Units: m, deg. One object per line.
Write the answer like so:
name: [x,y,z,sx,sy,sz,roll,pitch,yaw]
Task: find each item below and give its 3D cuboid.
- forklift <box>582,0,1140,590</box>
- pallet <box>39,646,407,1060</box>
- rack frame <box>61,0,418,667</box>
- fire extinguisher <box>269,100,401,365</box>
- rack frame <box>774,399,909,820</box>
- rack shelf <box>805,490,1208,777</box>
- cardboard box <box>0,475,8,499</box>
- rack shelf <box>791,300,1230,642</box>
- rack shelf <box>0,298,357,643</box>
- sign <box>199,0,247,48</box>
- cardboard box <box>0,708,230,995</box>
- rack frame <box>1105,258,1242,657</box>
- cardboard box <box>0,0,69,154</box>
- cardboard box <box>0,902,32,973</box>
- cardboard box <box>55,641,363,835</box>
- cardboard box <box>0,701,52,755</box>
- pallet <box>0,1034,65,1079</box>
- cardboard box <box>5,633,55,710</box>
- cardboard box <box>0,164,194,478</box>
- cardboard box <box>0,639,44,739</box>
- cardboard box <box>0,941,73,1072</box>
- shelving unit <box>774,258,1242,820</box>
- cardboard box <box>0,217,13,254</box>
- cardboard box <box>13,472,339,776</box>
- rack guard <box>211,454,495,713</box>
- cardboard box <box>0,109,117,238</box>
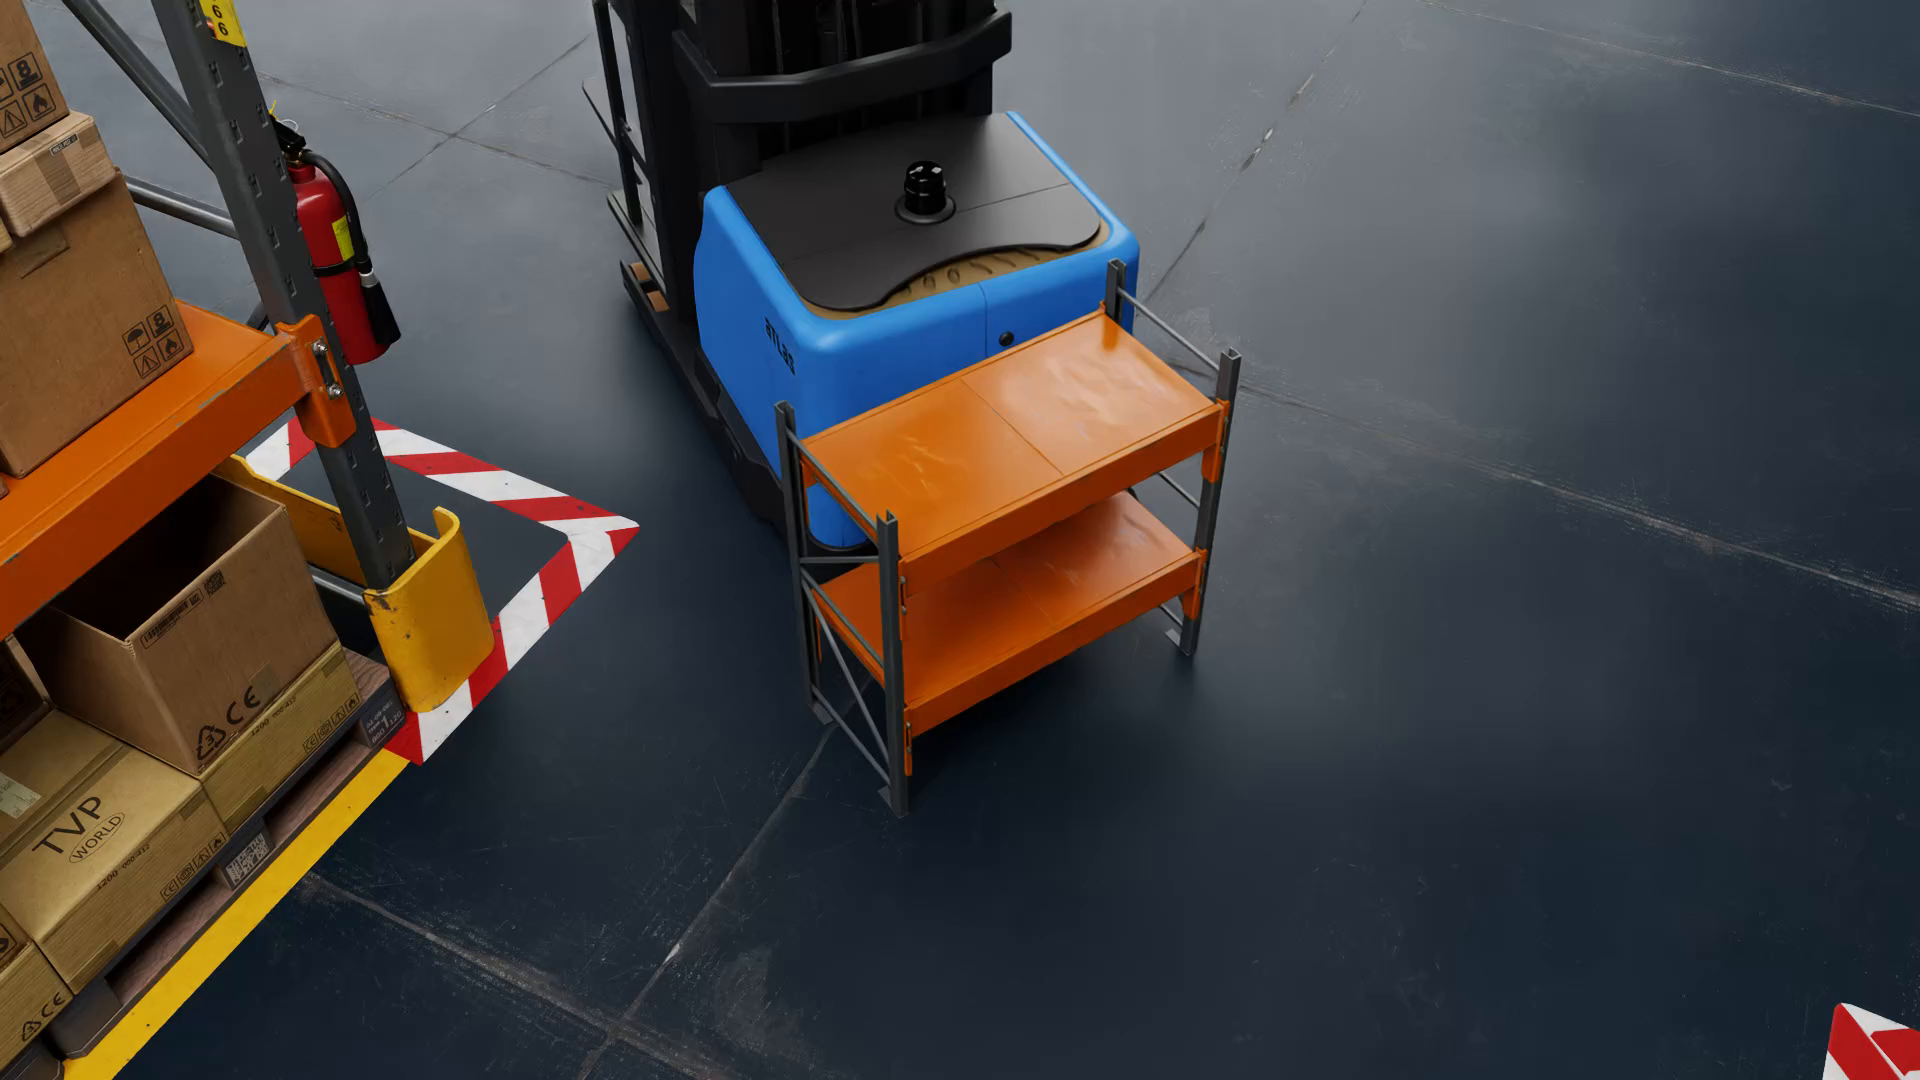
forklift: [-0.581,-1.887,5.054,1.130,2.935,3.031,-19,48,-18]
pallet: [-2.285,0.647,4.462,1.003,0.211,1.213,20,49,19]
rack frame: [-1.967,-0.829,3.960,1.000,3.000,0.127,20,49,19]
fire extinguisher: [-1.501,-0.723,3.910,0.296,0.674,0.183,20,49,19]
rack frame: [-0.293,0.209,4.252,0.032,1.125,0.500,-26,51,-24]
rack shelf: [0.126,0.176,4.629,1.000,0.278,0.538,-26,51,-24]
cardboard box: [-2.435,-0.241,3.309,0.700,0.500,0.500,22,49,20]
rack shelf: [0.126,-0.202,4.247,1.000,0.278,0.538,-26,51,-24]
rack shelf: [-2.895,0.684,2.971,1.077,0.370,4.000,20,49,19]
sign: [-1.493,-1.131,3.278,0.100,0.325,0.005,20,49,19]
cardboard box: [-2.176,0.745,4.043,0.500,0.250,0.500,20,49,19]
rack frame: [0.544,-0.201,4.658,0.032,1.125,0.500,-26,51,-24]
cardboard box: [-2.220,-0.997,3.144,0.700,0.500,0.500,21,49,19]
cardboard box: [-2.404,0.798,3.463,0.500,0.500,0.500,20,49,19]
cardboard box: [-1.954,0.426,4.358,0.500,0.250,0.500,20,49,19]
cardboard box: [-2.642,0.571,4.215,0.500,0.250,0.500,20,49,19]
pallet: [-2.852,1.413,3.705,1.003,0.211,1.213,20,49,19]
cardboard box: [-2.413,0.255,4.527,0.500,0.250,0.500,20,49,19]
cardboard box: [-2.195,-0.574,3.638,0.700,0.500,0.500,20,49,19]
cardboard box: [-2.643,0.307,3.949,0.500,0.500,0.500,20,49,19]
cardboard box: [-2.406,1.060,3.731,0.500,0.250,0.500,20,49,19]
shelving unit: [0.126,0.004,4.455,1.048,1.125,0.538,-26,51,-24]
cardboard box: [-2.096,-0.623,3.230,0.380,0.149,0.250,22,49,20]
cardboard box: [-1.952,0.163,4.091,0.500,0.500,0.500,20,49,19]
rack guard: [-1.956,0.035,4.864,1.175,0.500,0.348,20,49,19]
cardboard box: [-1.976,-0.788,3.394,0.380,0.149,0.250,20,49,18]
